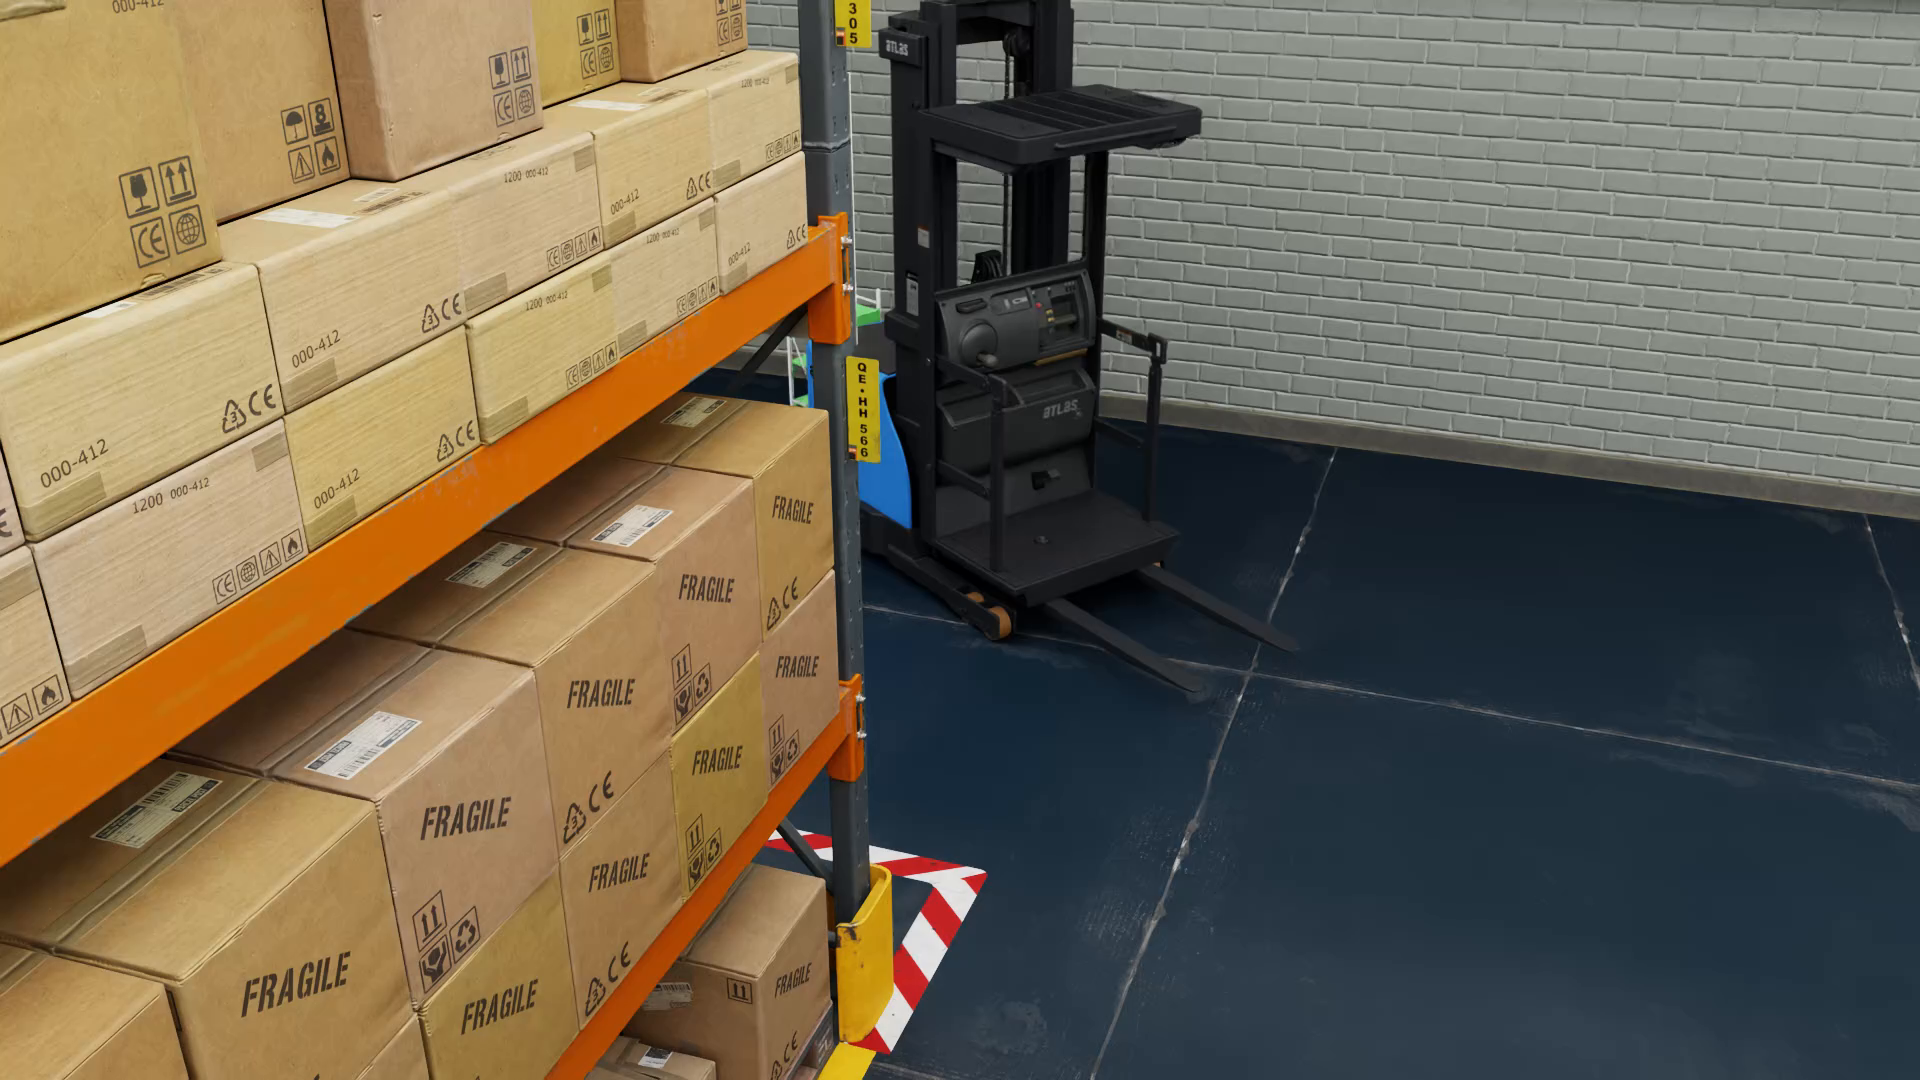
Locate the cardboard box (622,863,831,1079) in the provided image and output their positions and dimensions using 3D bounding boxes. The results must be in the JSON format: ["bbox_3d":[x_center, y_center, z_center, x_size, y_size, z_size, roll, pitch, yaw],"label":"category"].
[{"bbox_3d":[-0.750,1.379,5.323,0.500,0.500,0.500,9,27,17],"label":"cardboard box"}]

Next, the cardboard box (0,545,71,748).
[{"bbox_3d":[-1.567,0.185,2.156,0.500,0.250,0.500,9,27,17],"label":"cardboard box"}]

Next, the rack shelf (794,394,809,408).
[{"bbox_3d":[-0.713,-0.785,9.642,0.258,0.148,0.480,23,34,39],"label":"rack shelf"}]

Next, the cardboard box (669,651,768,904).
[{"bbox_3d":[-0.863,0.585,4.485,0.500,0.500,0.500,9,27,18],"label":"cardboard box"}]

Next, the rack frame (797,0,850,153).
[{"bbox_3d":[-0.801,-2.507,4.103,1.000,3.000,0.127,9,27,17],"label":"rack frame"}]

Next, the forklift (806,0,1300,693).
[{"bbox_3d":[0.418,-1.064,8.085,1.130,2.935,3.031,-18,31,-32],"label":"forklift"}]

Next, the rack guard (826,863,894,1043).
[{"bbox_3d":[-0.826,1.349,5.890,1.175,0.500,0.348,9,27,17],"label":"rack guard"}]

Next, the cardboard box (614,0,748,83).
[{"bbox_3d":[-0.957,-1.439,4.076,0.700,0.500,0.500,9,27,17],"label":"cardboard box"}]

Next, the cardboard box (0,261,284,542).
[{"bbox_3d":[-1.394,-0.244,2.469,0.500,0.250,0.500,9,27,17],"label":"cardboard box"}]

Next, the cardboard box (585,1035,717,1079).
[{"bbox_3d":[-0.969,1.682,5.079,0.380,0.166,0.250,9,27,17],"label":"cardboard box"}]

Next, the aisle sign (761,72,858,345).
[{"bbox_3d":[-0.489,-0.961,4.810,0.394,0.787,0.004,9,27,17],"label":"aisle sign"}]

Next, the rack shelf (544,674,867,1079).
[{"bbox_3d":[-1.467,1.338,3.869,1.077,0.370,4.000,9,27,17],"label":"rack shelf"}]

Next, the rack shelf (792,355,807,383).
[{"bbox_3d":[-0.713,-1.001,9.537,0.258,0.148,0.480,23,34,39],"label":"rack shelf"}]

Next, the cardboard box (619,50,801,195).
[{"bbox_3d":[-0.732,-1.067,4.168,0.500,0.250,0.500,9,27,17],"label":"cardboard box"}]

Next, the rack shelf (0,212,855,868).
[{"bbox_3d":[-1.467,-0.012,3.215,1.077,0.370,4.000,9,27,17],"label":"rack shelf"}]

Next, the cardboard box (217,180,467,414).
[{"bbox_3d":[-1.228,-0.450,2.893,0.500,0.250,0.500,9,27,17],"label":"cardboard box"}]

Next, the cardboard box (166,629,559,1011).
[{"bbox_3d":[-1.196,0.553,3.404,0.500,0.500,0.500,10,27,19],"label":"cardboard box"}]

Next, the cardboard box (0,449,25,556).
[{"bbox_3d":[-1.571,-0.041,2.048,0.500,0.250,0.500,9,27,17],"label":"cardboard box"}]

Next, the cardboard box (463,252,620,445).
[{"bbox_3d":[-1.054,-0.429,3.425,0.500,0.250,0.500,9,27,17],"label":"cardboard box"}]

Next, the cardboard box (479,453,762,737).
[{"bbox_3d":[-0.857,0.128,4.281,0.500,0.500,0.500,10,27,19],"label":"cardboard box"}]

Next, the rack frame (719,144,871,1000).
[{"bbox_3d":[-0.801,0.193,5.410,1.000,3.000,0.127,9,27,17],"label":"rack frame"}]

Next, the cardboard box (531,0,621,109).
[{"bbox_3d":[-1.203,-1.246,3.677,0.700,0.500,0.500,9,27,17],"label":"cardboard box"}]

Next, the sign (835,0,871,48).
[{"bbox_3d":[-0.284,-1.467,4.380,0.100,0.325,0.005,9,27,17],"label":"sign"}]

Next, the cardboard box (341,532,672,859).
[{"bbox_3d":[-1.025,0.342,3.840,0.500,0.500,0.500,10,27,19],"label":"cardboard box"}]

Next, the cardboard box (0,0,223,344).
[{"bbox_3d":[-1.546,-0.605,2.354,0.700,0.500,0.500,9,27,17],"label":"cardboard box"}]

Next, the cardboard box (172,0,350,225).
[{"bbox_3d":[-1.523,-0.833,2.824,0.700,0.500,0.500,9,27,17],"label":"cardboard box"}]

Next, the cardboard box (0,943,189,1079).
[{"bbox_3d":[-1.539,0.977,2.529,0.500,0.500,0.500,8,27,16],"label":"cardboard box"}]

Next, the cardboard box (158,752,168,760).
[{"bbox_3d":[-1.703,0.472,3.572,0.500,0.500,0.500,8,27,17],"label":"cardboard box"}]

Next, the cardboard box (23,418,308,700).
[{"bbox_3d":[-1.399,-0.020,2.580,0.500,0.250,0.500,9,27,17],"label":"cardboard box"}]

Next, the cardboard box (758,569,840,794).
[{"bbox_3d":[-0.693,0.371,4.926,0.500,0.500,0.500,10,27,19],"label":"cardboard box"}]

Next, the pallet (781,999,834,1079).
[{"bbox_3d":[-1.091,1.807,5.276,1.003,0.211,1.213,9,27,17],"label":"pallet"}]

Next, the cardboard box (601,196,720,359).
[{"bbox_3d":[-0.900,-0.637,3.853,0.500,0.250,0.500,9,27,17],"label":"cardboard box"}]

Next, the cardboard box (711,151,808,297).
[{"bbox_3d":[-0.723,-0.840,4.274,0.500,0.250,0.500,9,27,17],"label":"cardboard box"}]

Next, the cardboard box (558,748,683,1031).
[{"bbox_3d":[-1.034,0.789,4.063,0.500,0.500,0.500,9,27,18],"label":"cardboard box"}]

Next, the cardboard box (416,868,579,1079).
[{"bbox_3d":[-1.202,0.996,3.636,0.500,0.500,0.500,8,27,17],"label":"cardboard box"}]

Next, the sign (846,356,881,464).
[{"bbox_3d":[-0.284,-0.382,4.905,0.100,0.325,0.005,9,27,17],"label":"sign"}]

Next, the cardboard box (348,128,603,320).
[{"bbox_3d":[-1.068,-0.656,3.320,0.500,0.250,0.500,9,27,17],"label":"cardboard box"}]

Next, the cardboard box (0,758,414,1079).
[{"bbox_3d":[-1.367,0.765,2.965,0.500,0.500,0.500,8,27,16],"label":"cardboard box"}]

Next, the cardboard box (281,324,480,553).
[{"bbox_3d":[-1.236,-0.226,3.005,0.500,0.250,0.500,9,27,17],"label":"cardboard box"}]

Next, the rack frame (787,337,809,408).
[{"bbox_3d":[-0.885,-0.767,9.458,0.240,1.200,0.015,23,34,39],"label":"rack frame"}]

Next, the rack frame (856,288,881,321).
[{"bbox_3d":[-0.541,-0.918,9.770,0.240,1.200,0.015,23,34,39],"label":"rack frame"}]

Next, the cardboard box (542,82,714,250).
[{"bbox_3d":[-0.898,-0.861,3.743,0.500,0.250,0.500,9,27,17],"label":"cardboard box"}]

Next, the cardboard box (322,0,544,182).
[{"bbox_3d":[-1.268,-1.025,3.220,0.700,0.500,0.500,9,27,17],"label":"cardboard box"}]

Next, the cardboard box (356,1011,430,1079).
[{"bbox_3d":[-1.370,1.205,3.204,0.500,0.500,0.500,9,27,17],"label":"cardboard box"}]

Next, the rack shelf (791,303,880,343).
[{"bbox_3d":[-0.713,-1.217,9.432,0.258,0.148,0.480,23,34,39],"label":"rack shelf"}]

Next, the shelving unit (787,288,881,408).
[{"bbox_3d":[-0.713,-0.843,9.614,0.258,1.200,0.503,23,34,39],"label":"shelving unit"}]

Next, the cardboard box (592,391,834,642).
[{"bbox_3d":[-0.690,-0.080,4.710,0.500,0.500,0.500,9,27,17],"label":"cardboard box"}]
